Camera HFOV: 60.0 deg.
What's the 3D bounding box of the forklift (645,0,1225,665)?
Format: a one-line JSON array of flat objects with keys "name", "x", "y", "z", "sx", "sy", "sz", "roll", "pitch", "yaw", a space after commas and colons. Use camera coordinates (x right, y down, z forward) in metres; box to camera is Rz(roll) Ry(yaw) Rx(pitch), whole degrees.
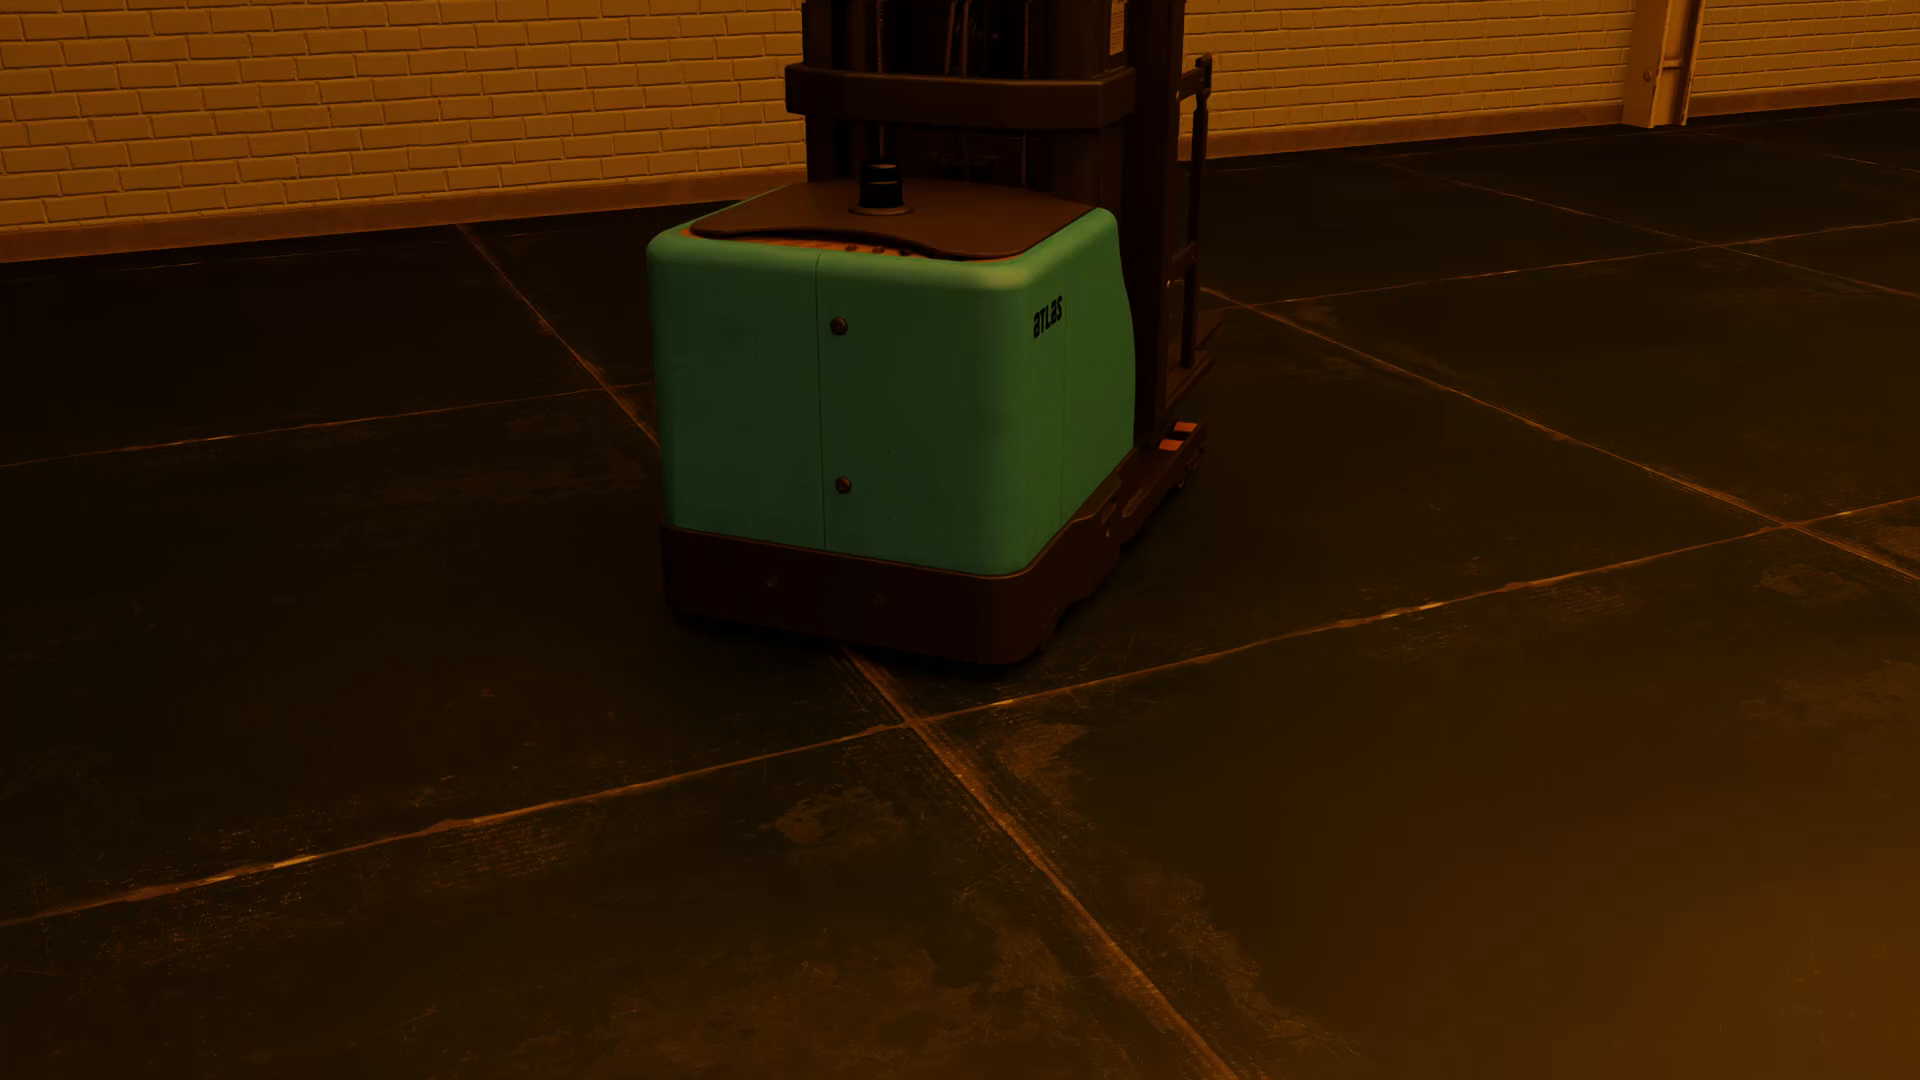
[{"name": "forklift", "x": 0.205, "y": -1.574, "z": 5.076, "sx": 1.130, "sy": 2.935, "sz": 3.031, "roll": 9, "pitch": 24, "yaw": 20}]
